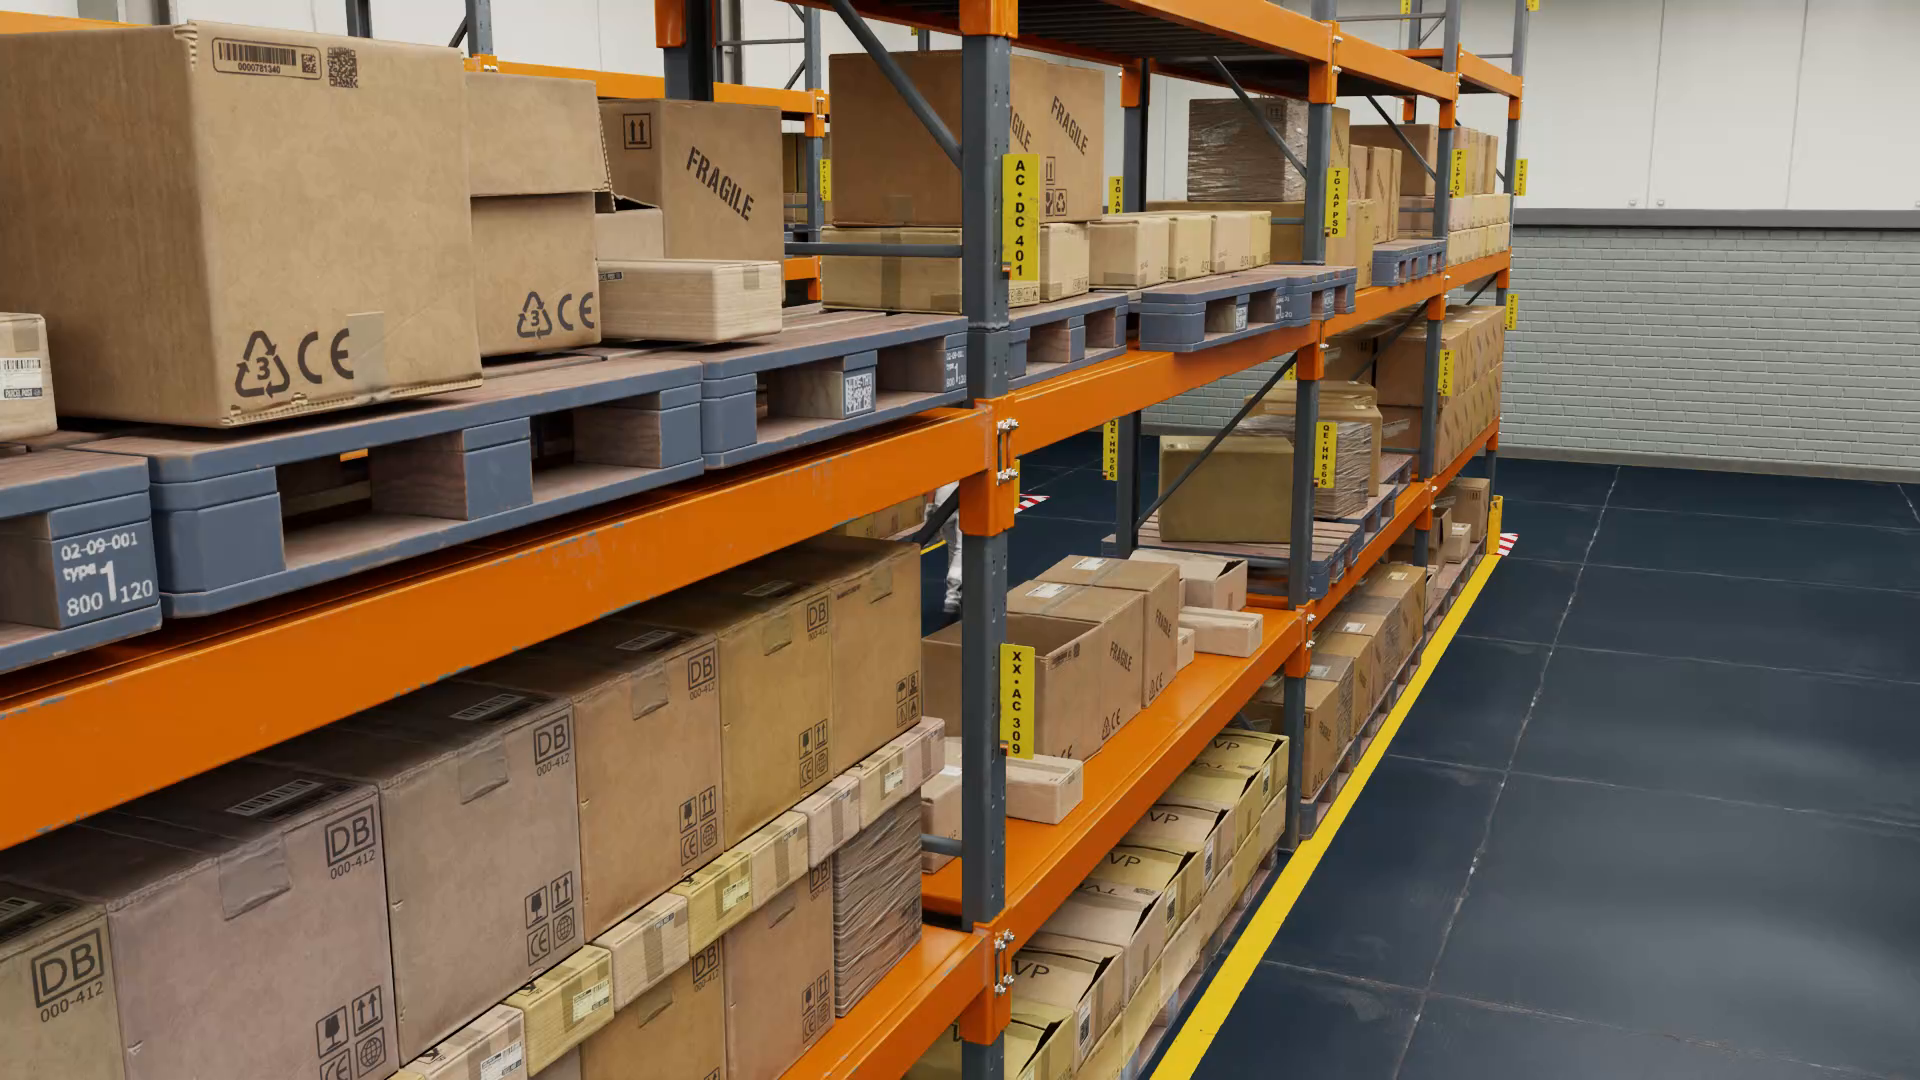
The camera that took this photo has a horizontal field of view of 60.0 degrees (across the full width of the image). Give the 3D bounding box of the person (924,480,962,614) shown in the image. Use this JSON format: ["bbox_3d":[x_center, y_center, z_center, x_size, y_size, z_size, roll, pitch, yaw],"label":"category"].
[{"bbox_3d":[0.000,-0.281,13.267,0.520,1.744,1.090,4,13,16],"label":"person"}]
